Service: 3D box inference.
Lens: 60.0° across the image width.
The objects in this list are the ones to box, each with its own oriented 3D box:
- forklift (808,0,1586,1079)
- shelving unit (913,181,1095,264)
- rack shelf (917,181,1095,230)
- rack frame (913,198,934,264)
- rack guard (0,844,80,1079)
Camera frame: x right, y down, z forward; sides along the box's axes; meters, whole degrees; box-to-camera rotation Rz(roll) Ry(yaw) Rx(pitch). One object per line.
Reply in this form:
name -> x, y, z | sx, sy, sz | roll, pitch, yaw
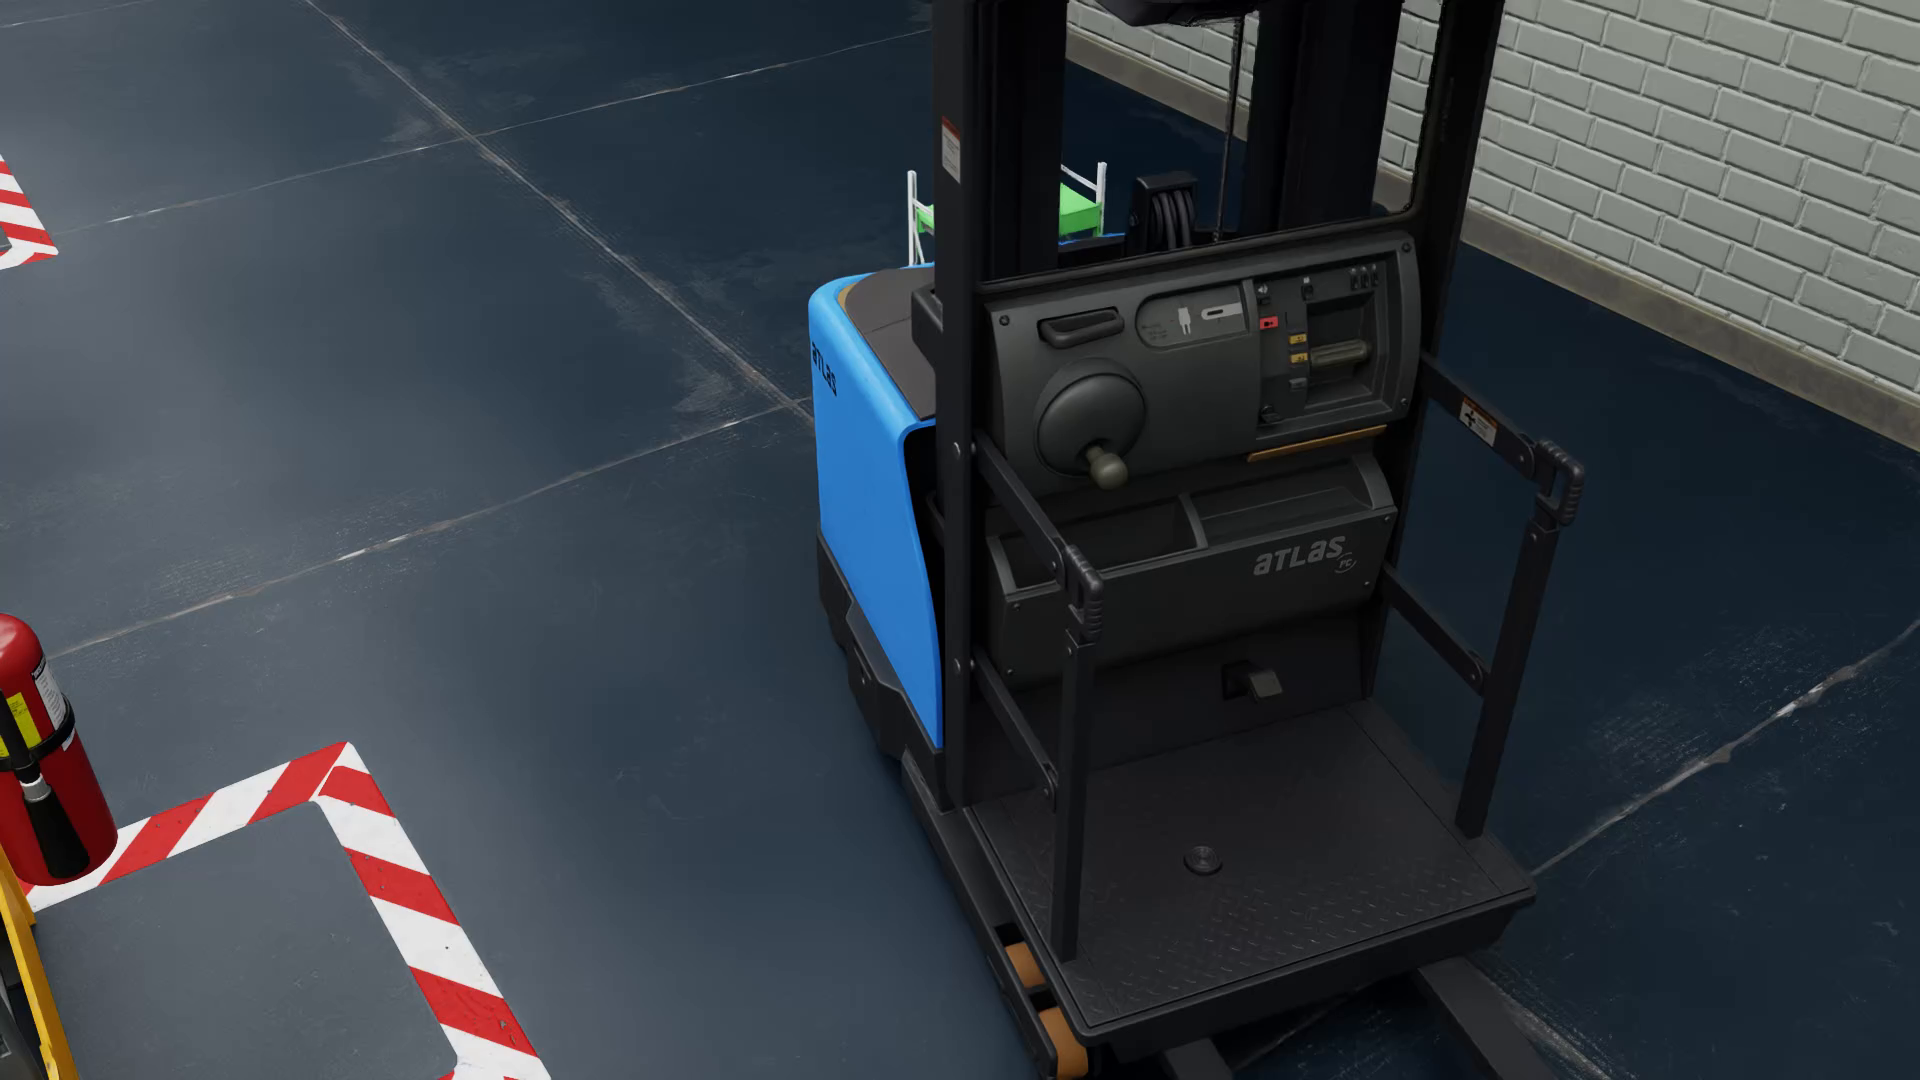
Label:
forklift -> 0.581, -0.290, 3.143 | 1.130, 2.935, 3.031 | -12, 38, -17
shelving unit -> 0.129, -0.552, 4.990 | 0.487, 1.046, 0.258 | -20, 40, -25
rack shelf -> 0.132, -0.934, 4.717 | 0.457, 0.021, 0.221 | -20, 40, -25
rack frame -> -0.076, -0.478, 4.888 | 0.006, 1.046, 0.228 | -20, 40, -25
rack guard -> -2.085, 0.991, 3.444 | 0.348, 0.500, 1.175 | -22, 41, -28
